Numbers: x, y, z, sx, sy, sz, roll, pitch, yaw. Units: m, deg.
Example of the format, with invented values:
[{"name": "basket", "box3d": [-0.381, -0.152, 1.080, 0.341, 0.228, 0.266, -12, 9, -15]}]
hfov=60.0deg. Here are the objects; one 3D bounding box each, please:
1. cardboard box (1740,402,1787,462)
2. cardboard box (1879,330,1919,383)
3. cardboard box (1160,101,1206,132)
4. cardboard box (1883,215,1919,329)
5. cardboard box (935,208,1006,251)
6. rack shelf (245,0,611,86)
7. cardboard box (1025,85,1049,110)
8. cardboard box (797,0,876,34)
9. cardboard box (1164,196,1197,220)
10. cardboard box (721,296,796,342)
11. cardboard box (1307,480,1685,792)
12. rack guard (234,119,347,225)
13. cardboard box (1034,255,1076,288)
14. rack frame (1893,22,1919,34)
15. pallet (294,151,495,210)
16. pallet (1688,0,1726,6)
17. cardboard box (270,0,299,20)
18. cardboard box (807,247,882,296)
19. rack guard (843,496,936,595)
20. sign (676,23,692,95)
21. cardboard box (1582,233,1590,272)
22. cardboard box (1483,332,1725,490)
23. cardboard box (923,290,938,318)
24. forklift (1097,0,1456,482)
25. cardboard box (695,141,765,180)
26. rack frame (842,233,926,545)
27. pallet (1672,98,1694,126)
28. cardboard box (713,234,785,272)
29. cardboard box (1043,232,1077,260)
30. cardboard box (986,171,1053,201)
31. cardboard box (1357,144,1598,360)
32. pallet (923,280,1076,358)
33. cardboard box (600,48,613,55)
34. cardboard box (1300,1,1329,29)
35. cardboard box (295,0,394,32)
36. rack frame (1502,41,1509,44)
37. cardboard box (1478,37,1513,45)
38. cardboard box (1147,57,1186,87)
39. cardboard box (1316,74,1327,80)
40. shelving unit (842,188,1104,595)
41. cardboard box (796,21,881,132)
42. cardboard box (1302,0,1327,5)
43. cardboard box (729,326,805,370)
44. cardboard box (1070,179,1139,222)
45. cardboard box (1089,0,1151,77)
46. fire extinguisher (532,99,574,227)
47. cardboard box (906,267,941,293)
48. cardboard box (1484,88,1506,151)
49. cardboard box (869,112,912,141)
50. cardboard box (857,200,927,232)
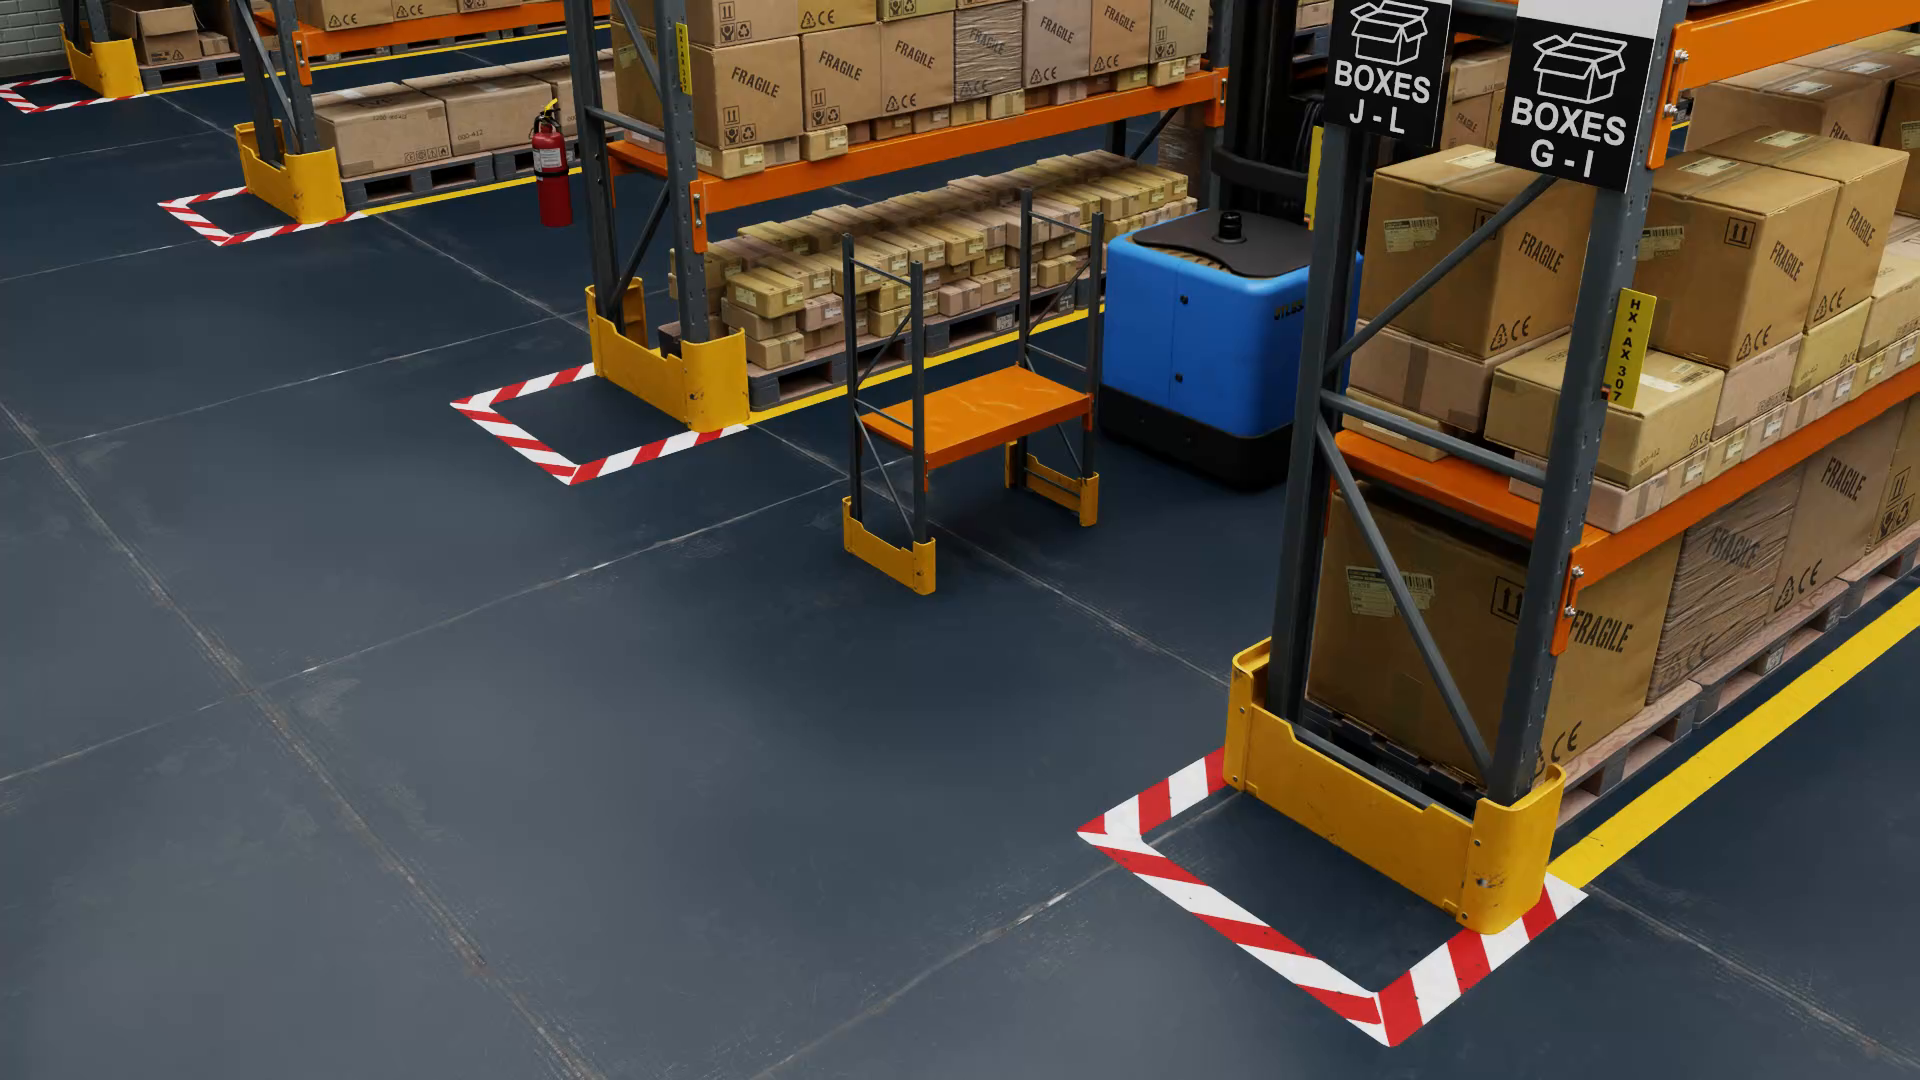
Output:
[{"name": "cardboard box", "box3d": [2.538, -0.422, 5.624, 0.250, 0.149, 0.380, -23, 35, -36]}, {"name": "cardboard box", "box3d": [3.319, -0.736, 6.212, 0.250, 0.149, 0.380, -21, 35, -34]}, {"name": "cardboard box", "box3d": [1.770, -3.070, 11.723, 0.500, 0.250, 0.500, -23, 36, -36]}, {"name": "cardboard box", "box3d": [3.564, -1.049, 6.374, 0.500, 0.250, 0.500, -21, 35, -34]}, {"name": "cardboard box", "box3d": [0.061, -1.864, 10.003, 0.250, 0.149, 0.380, -22, 35, -35]}, {"name": "rack shelf", "box3d": [-3.444, -4.153, 13.101, 4.000, 0.370, 1.077, -22, 35, -35]}, {"name": "cardboard box", "box3d": [0.307, -2.655, 9.802, 0.250, 0.149, 0.380, -23, 35, -36]}, {"name": "cardboard box", "box3d": [-0.782, -2.929, 8.566, 0.500, 0.500, 0.500, -21, 34, -34]}, {"name": "cardboard box", "box3d": [1.334, -2.187, 10.923, 0.250, 0.149, 0.380, -21, 35, -34]}, {"name": "cardboard box", "box3d": [-1.110, -1.241, 9.154, 0.250, 0.149, 0.380, -20, 34, -33]}, {"name": "cardboard box", "box3d": [1.902, 0.223, 5.960, 0.875, 0.875, 0.875, -22, 35, -35]}, {"name": "rack guard", "box3d": [-4.983, -2.748, 12.362, 0.348, 0.500, 1.175, -22, 35, -35]}, {"name": "cardboard box", "box3d": [0.503, -1.707, 10.341, 0.250, 0.149, 0.380, -22, 35, -35]}, {"name": "rack frame", "box3d": [4.510, -1.528, 7.428, 0.127, 3.000, 1.000, -22, 35, -35]}, {"name": "pallet", "box3d": [-4.408, -2.901, 12.954, 1.213, 0.211, 1.003, -22, 35, -35]}, {"name": "pallet", "box3d": [2.025, -1.819, 4.883, 1.213, 0.211, 1.003, -22, 35, -35]}, {"name": "cardboard box", "box3d": [-4.770, -4.145, 12.217, 0.500, 0.500, 0.500, -22, 35, -35]}, {"name": "cardboard box", "box3d": [-0.650, -1.502, 9.325, 0.250, 0.149, 0.380, -22, 35, -35]}, {"name": "rack guard", "box3d": [-0.321, 0.019, 7.450, 0.087, 0.250, 0.587, -22, 35, -35]}, {"name": "sign", "box3d": [-1.323, -2.301, 7.956, 0.005, 0.325, 0.100, -22, 35, -35]}, {"name": "cardboard box", "box3d": [2.437, -0.924, 6.140, 0.500, 0.250, 0.500, -23, 36, -37]}, {"name": "cardboard box", "box3d": [2.007, -0.420, 5.197, 0.500, 0.250, 0.500, -23, 36, -36]}, {"name": "cardboard box", "box3d": [-0.341, -1.427, 9.816, 0.250, 0.149, 0.380, -22, 35, -35]}, {"name": "forklift", "box3d": [2.145, -2.154, 8.671, 3.031, 2.935, 1.130, -24, 36, -37]}, {"name": "cardboard box", "box3d": [-1.216, -1.985, 8.548, 0.250, 0.149, 0.380, -22, 35, -35]}, {"name": "rack frame", "box3d": [-0.322, -0.532, 7.154, 0.032, 1.500, 0.500, -22, 35, -35]}, {"name": "pallet", "box3d": [5.987, -3.917, 14.856, 1.213, 0.211, 1.003, -22, 35, -35]}, {"name": "cardboard box", "box3d": [-1.209, -1.614, 9.535, 0.250, 0.149, 0.380, -21, 35, -34]}, {"name": "cardboard box", "box3d": [0.509, -1.885, 10.357, 0.250, 0.149, 0.380, -21, 35, -34]}, {"name": "cardboard box", "box3d": [0.379, -2.251, 10.728, 0.250, 0.149, 0.380, -23, 36, -36]}, {"name": "cardboard box", "box3d": [1.667, -0.944, 5.382, 0.500, 0.500, 0.500, -21, 35, -34]}, {"name": "pallet", "box3d": [-0.049, -1.515, 10.360, 1.213, 0.211, 1.003, -22, 35, -35]}, {"name": "cardboard box", "box3d": [-2.469, -3.983, 14.294, 0.875, 0.438, 0.875, -22, 35, -36]}, {"name": "cardboard box", "box3d": [2.173, -3.455, 10.853, 0.250, 0.149, 0.380, -21, 35, -34]}, {"name": "cardboard box", "box3d": [-4.414, -3.946, 11.846, 0.500, 0.500, 0.500, -22, 35, -35]}, {"name": "rack frame", "box3d": [4.411, -4.562, 13.103, 0.127, 3.000, 1.000, -22, 35, -35]}, {"name": "cardboard box", "box3d": [4.932, -3.909, 13.823, 0.750, 0.750, 1.050, -22, 35, -36]}, {"name": "cardboard box", "box3d": [1.177, -2.938, 10.331, 0.250, 0.149, 0.380, -23, 36, -36]}, {"name": "cardboard box", "box3d": [2.896, -3.201, 11.968, 0.500, 0.250, 0.500, -20, 34, -33]}, {"name": "shelving unit", "box3d": [0.058, -0.685, 7.440, 1.083, 1.500, 0.587, -22, 35, -35]}, {"name": "cardboard box", "box3d": [-0.764, -2.501, 8.825, 0.500, 0.500, 0.500, -22, 35, -35]}, {"name": "cardboard box", "box3d": [2.162, -3.579, 10.770, 0.250, 0.149, 0.380, -23, 36, -36]}, {"name": "cardboard box", "box3d": [-1.069, -1.088, 9.182, 0.250, 0.149, 0.380, -21, 35, -34]}, {"name": "cardboard box", "box3d": [0.913, -2.155, 10.548, 0.250, 0.149, 0.380, -22, 35, -35]}, {"name": "cardboard box", "box3d": [0.787, -3.105, 9.957, 0.500, 0.500, 0.500, -23, 36, -36]}, {"name": "fire extinguisher", "box3d": [-2.166, -2.004, 8.795, 0.183, 0.674, 0.296, -22, 35, -35]}, {"name": "cardboard box", "box3d": [-0.331, -1.566, 9.762, 0.250, 0.149, 0.380, -24, 36, -37]}, {"name": "cardboard box", "box3d": [4.080, -3.349, 13.041, 0.500, 0.500, 0.500, -22, 35, -35]}, {"name": "cardboard box", "box3d": [-0.479, -2.343, 9.219, 0.250, 0.149, 0.380, -22, 35, -35]}, {"name": "cardboard box", "box3d": [-0.415, -1.938, 10.142, 0.250, 0.149, 0.380, -23, 36, -36]}]
